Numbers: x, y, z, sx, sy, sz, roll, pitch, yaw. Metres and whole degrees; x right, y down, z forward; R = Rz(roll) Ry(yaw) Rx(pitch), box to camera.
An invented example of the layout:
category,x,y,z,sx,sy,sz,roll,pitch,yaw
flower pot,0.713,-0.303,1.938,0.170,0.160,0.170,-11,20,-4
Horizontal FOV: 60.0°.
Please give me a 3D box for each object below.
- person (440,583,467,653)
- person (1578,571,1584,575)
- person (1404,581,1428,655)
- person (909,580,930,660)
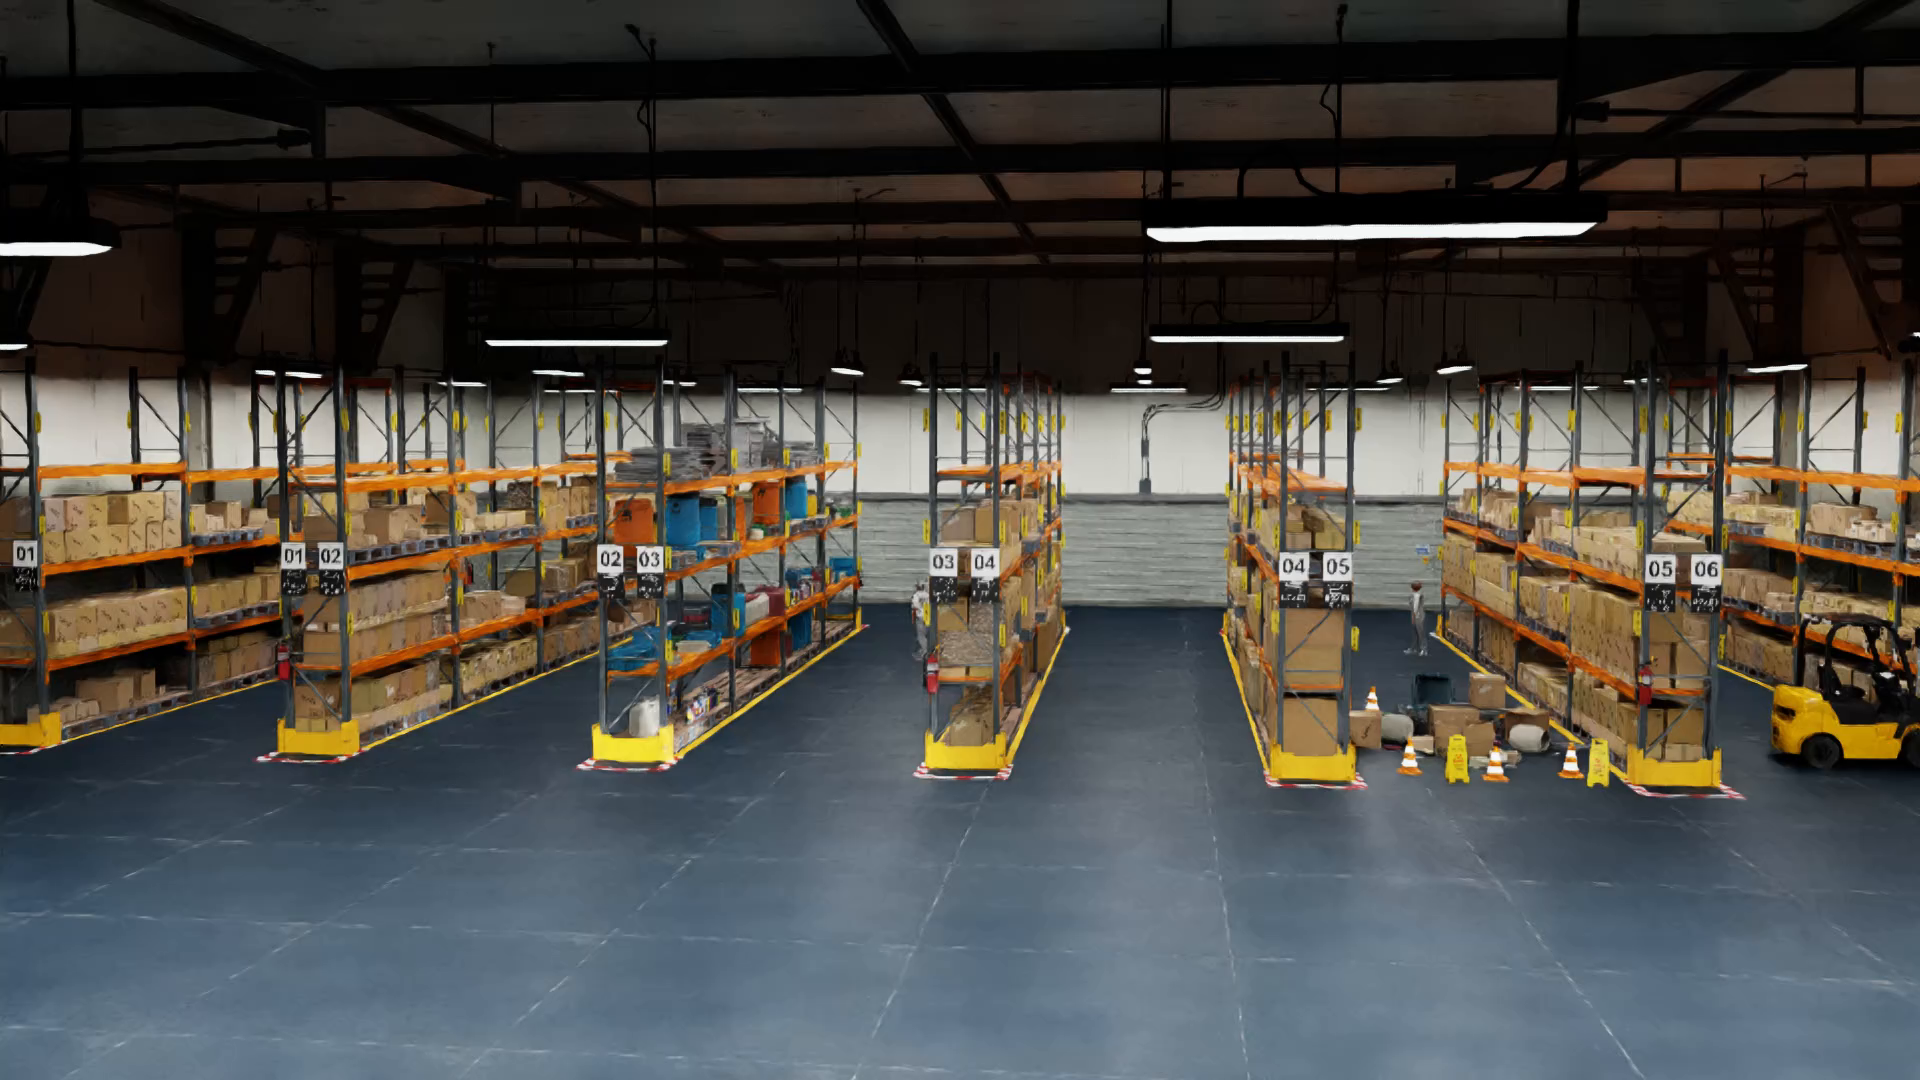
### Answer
category,x,y,z,sx,sy,sz,roll,pitch,yaw
person,-10.476,1.717,34.372,0.540,1.676,1.130,0,4,4
person,14.275,1.449,38.500,0.597,1.646,0.592,0,4,-5
person,9.821,1.664,35.760,0.533,1.585,0.558,2,4,20
person,-0.849,1.675,35.173,0.565,1.657,0.610,2,5,29
